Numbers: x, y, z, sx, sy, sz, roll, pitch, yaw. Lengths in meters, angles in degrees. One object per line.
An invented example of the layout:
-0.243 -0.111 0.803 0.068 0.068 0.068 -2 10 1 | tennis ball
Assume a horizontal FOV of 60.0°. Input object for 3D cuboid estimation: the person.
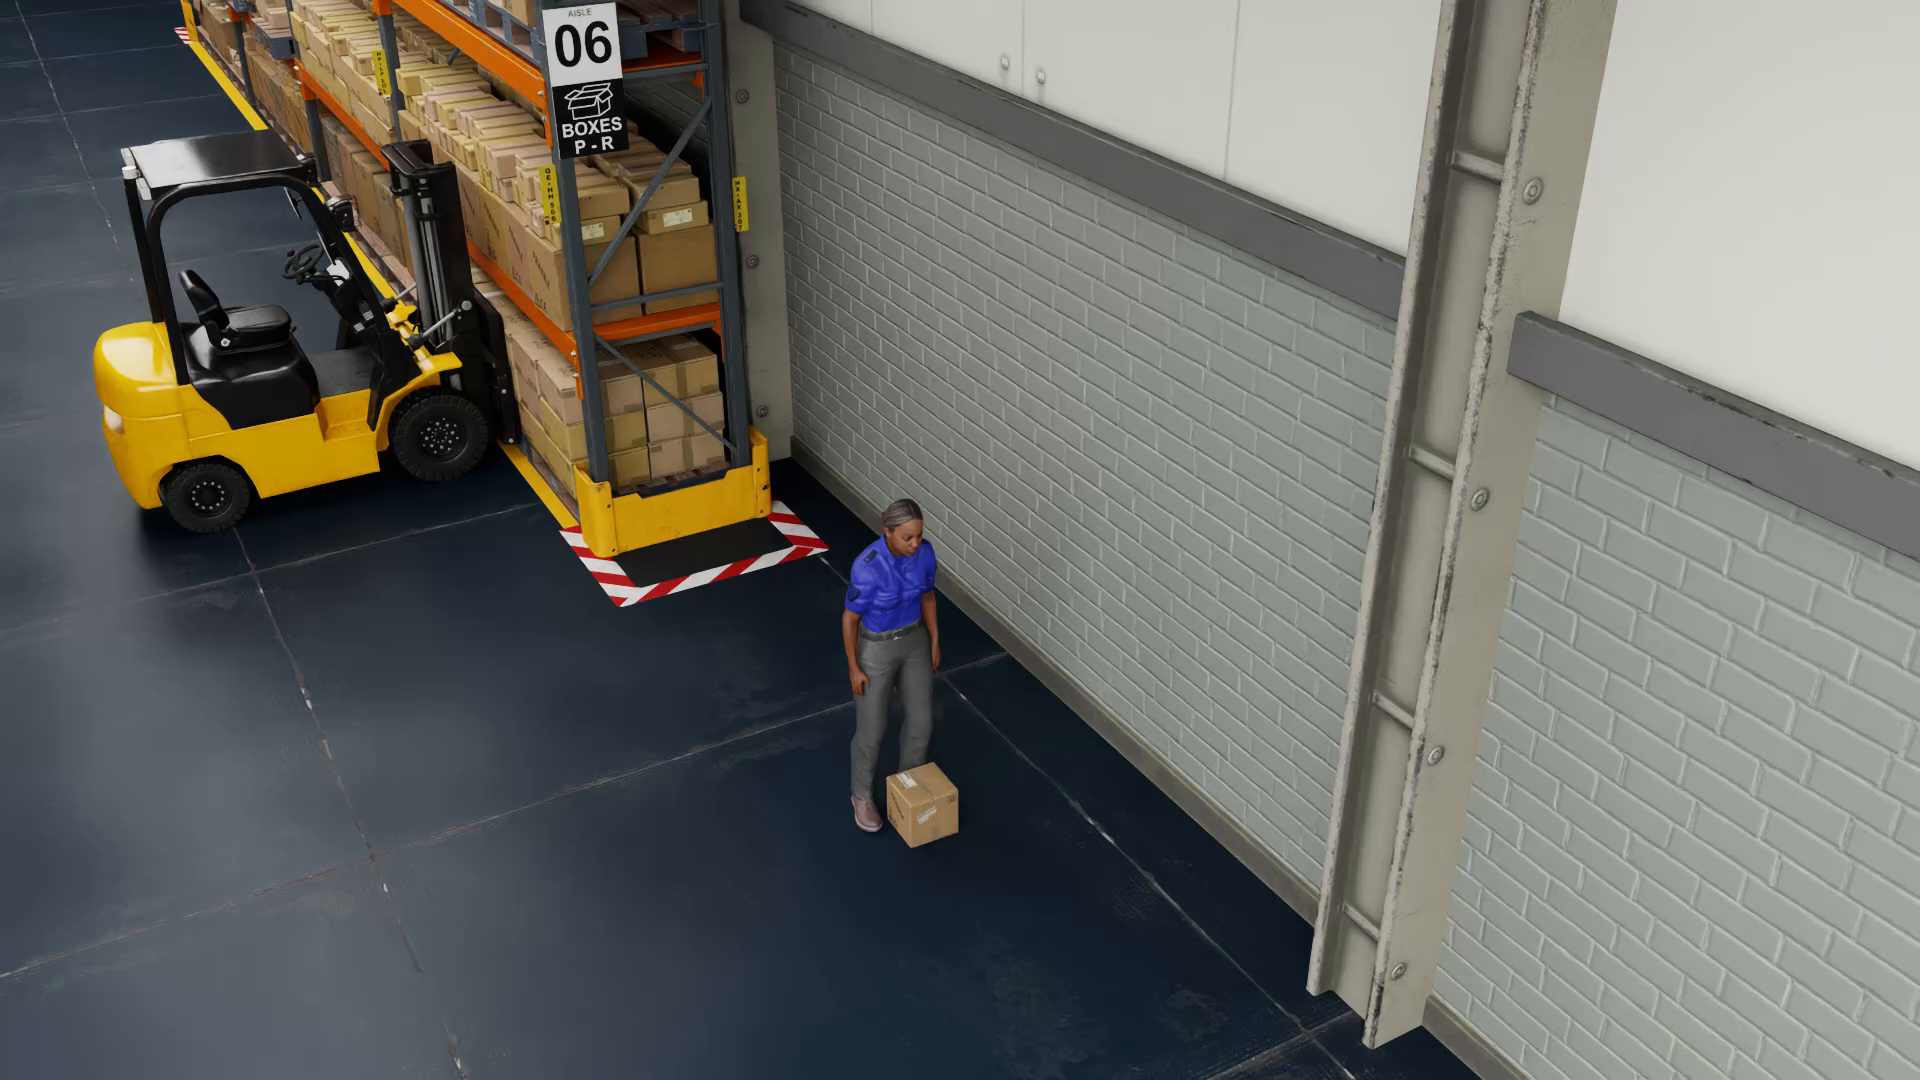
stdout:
-0.292 0.542 7.592 0.518 1.653 0.402 -18 34 -29 | person
